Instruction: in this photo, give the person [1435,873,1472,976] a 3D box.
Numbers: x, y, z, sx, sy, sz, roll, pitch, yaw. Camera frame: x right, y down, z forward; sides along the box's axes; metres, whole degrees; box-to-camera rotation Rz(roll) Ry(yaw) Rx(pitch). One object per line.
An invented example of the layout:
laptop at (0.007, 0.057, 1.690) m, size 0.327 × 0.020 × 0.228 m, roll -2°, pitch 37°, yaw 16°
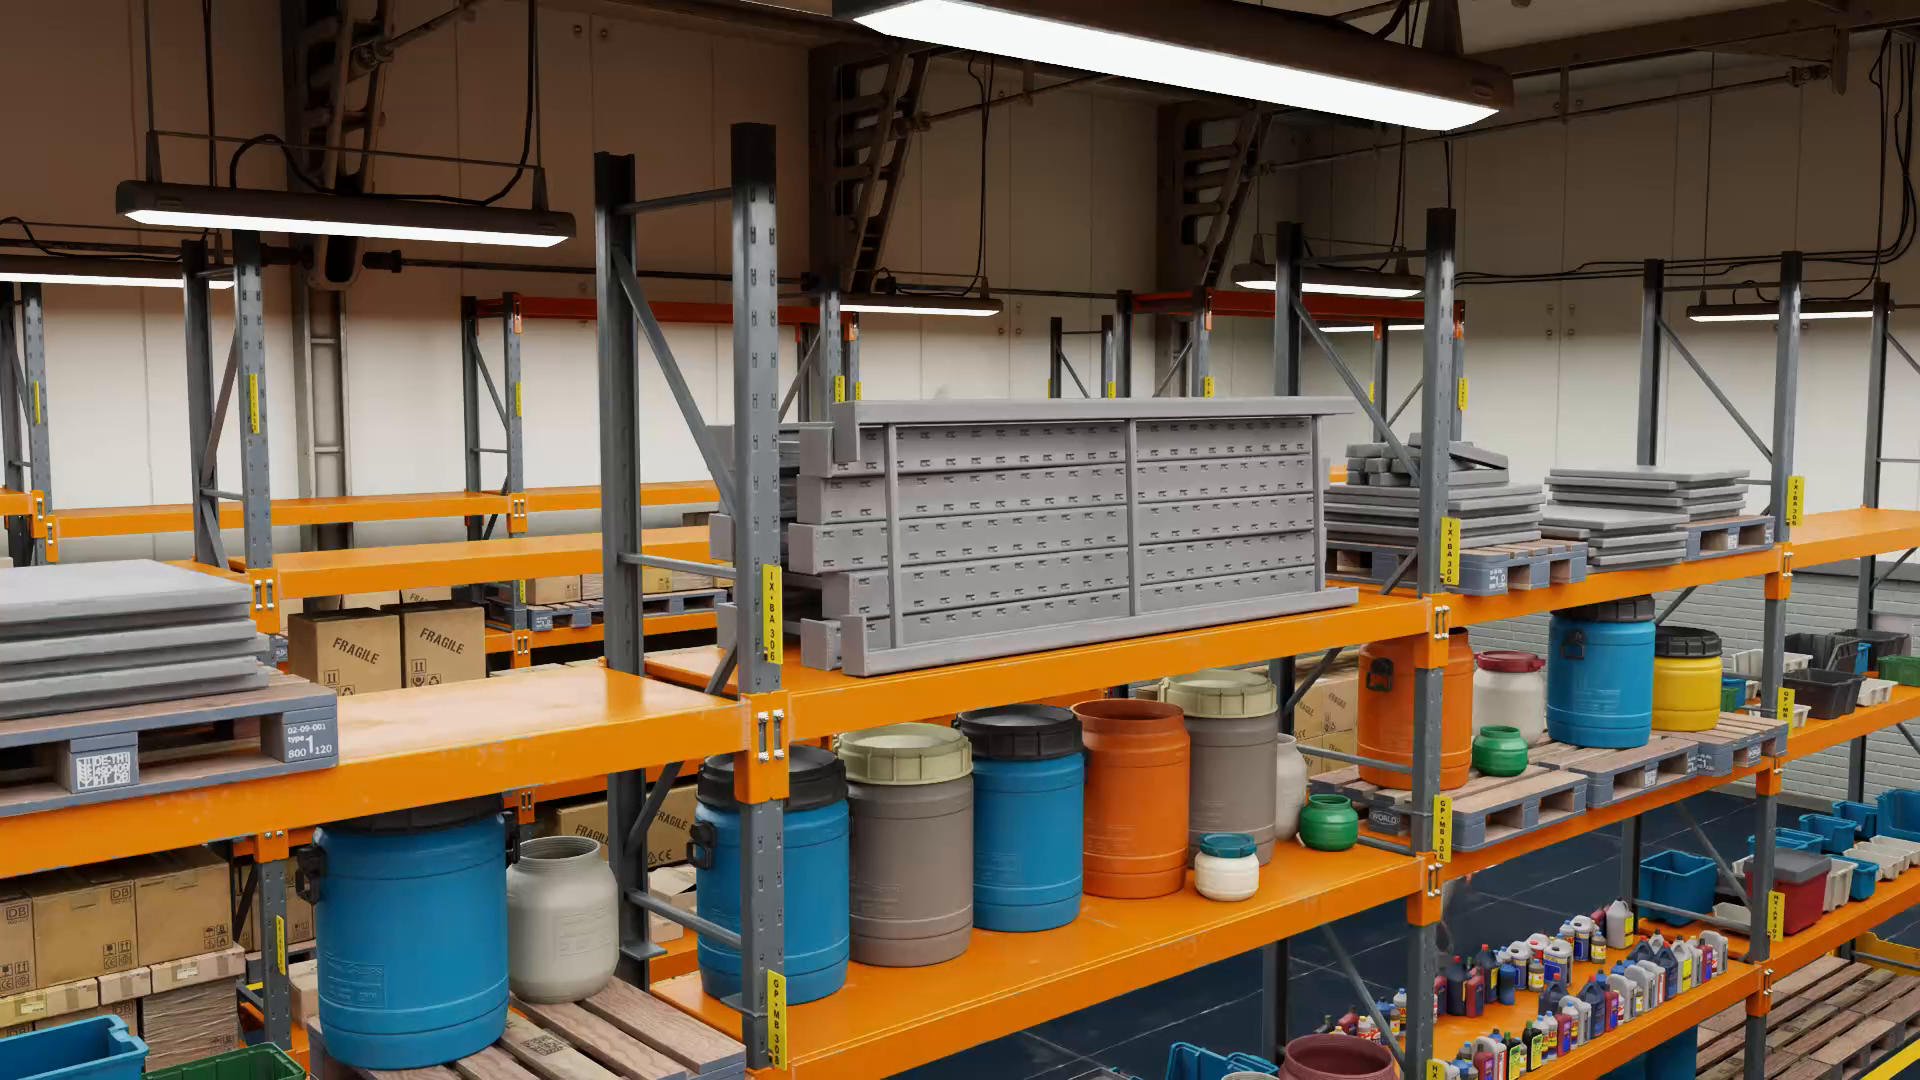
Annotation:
person at (4.125, 2.921, 14.471) m, size 0.625 × 1.757 × 0.768 m, roll 5°, pitch 7°, yaw 41°
